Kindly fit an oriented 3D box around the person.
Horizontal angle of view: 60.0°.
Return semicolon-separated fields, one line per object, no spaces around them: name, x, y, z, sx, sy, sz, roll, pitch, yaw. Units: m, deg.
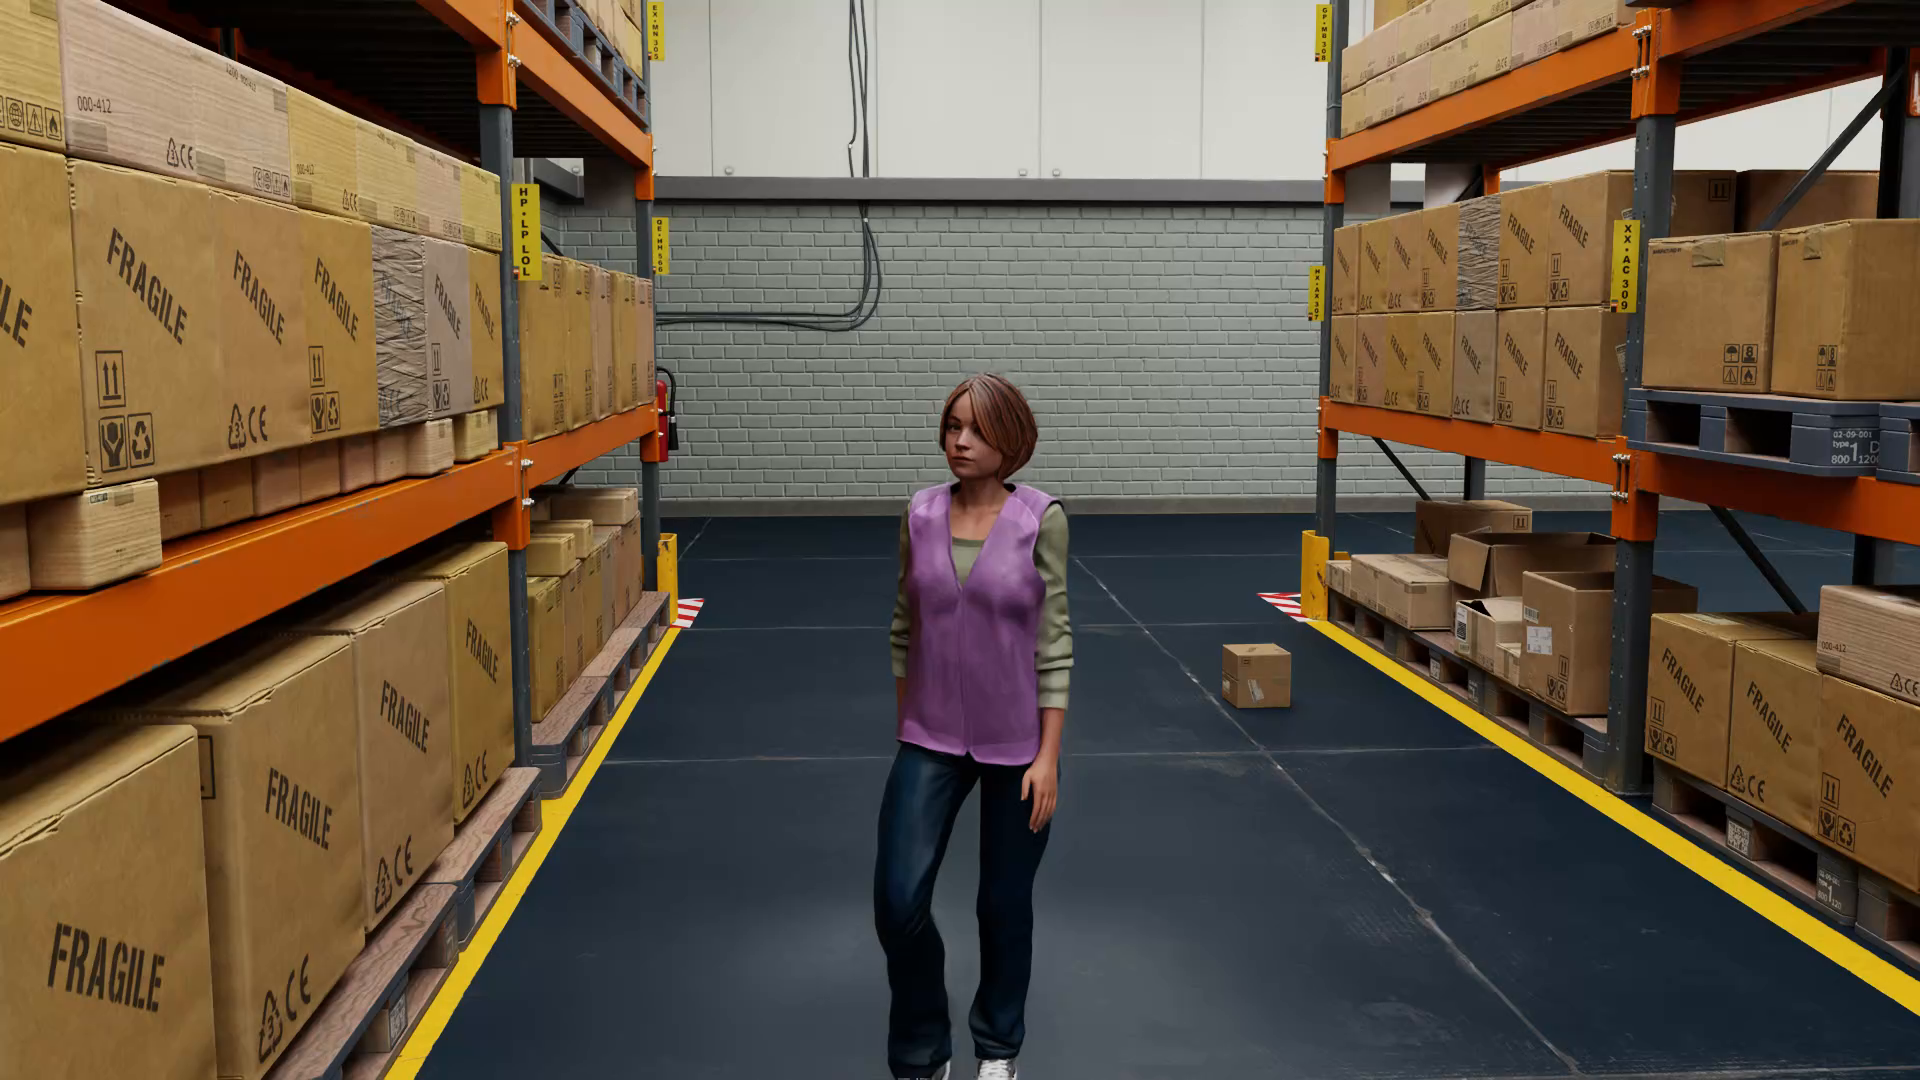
person;0.036;0.469;3.468;0.413;1.628;0.458;1;7;11
